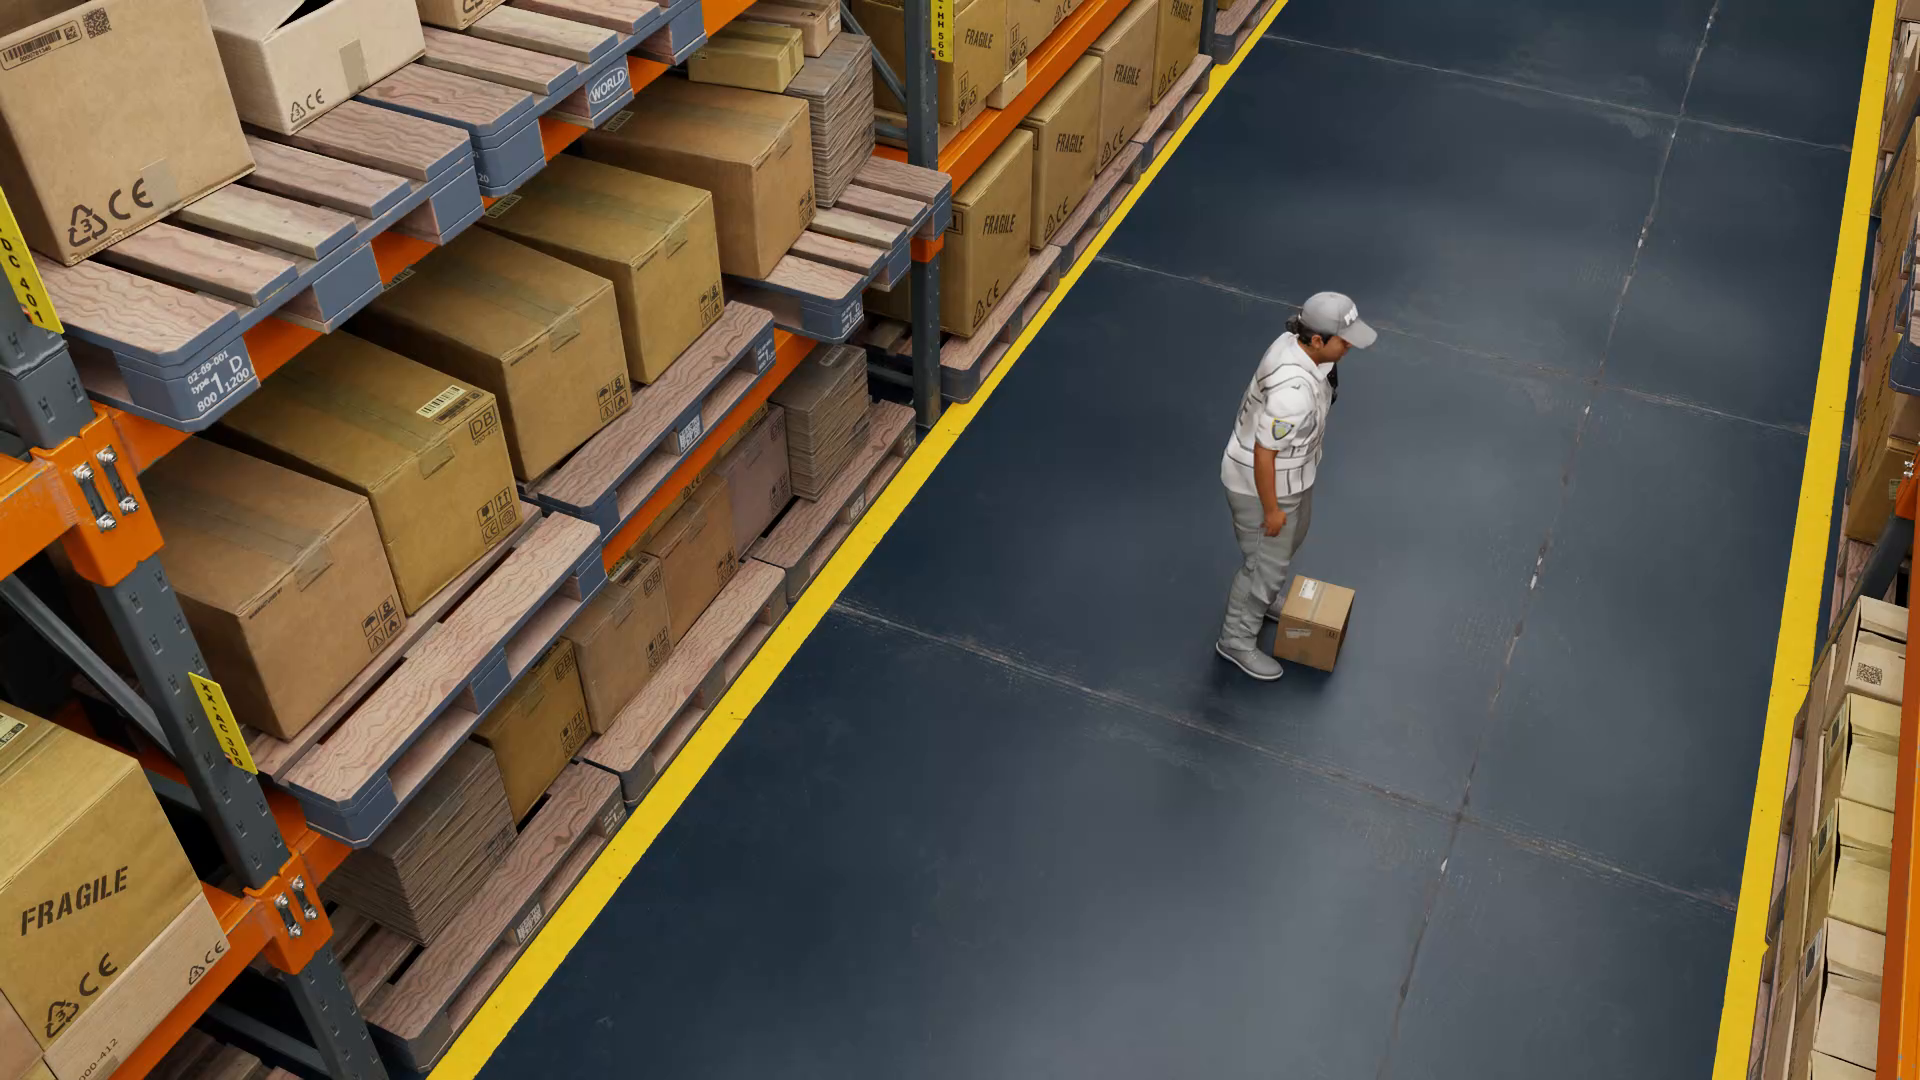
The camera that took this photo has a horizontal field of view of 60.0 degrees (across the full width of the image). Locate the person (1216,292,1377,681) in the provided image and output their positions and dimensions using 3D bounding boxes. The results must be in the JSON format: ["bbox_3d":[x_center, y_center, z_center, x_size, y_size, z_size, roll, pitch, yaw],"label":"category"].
[{"bbox_3d":[1.249,-0.235,6.415,0.467,1.665,0.556,15,44,16],"label":"person"}]
